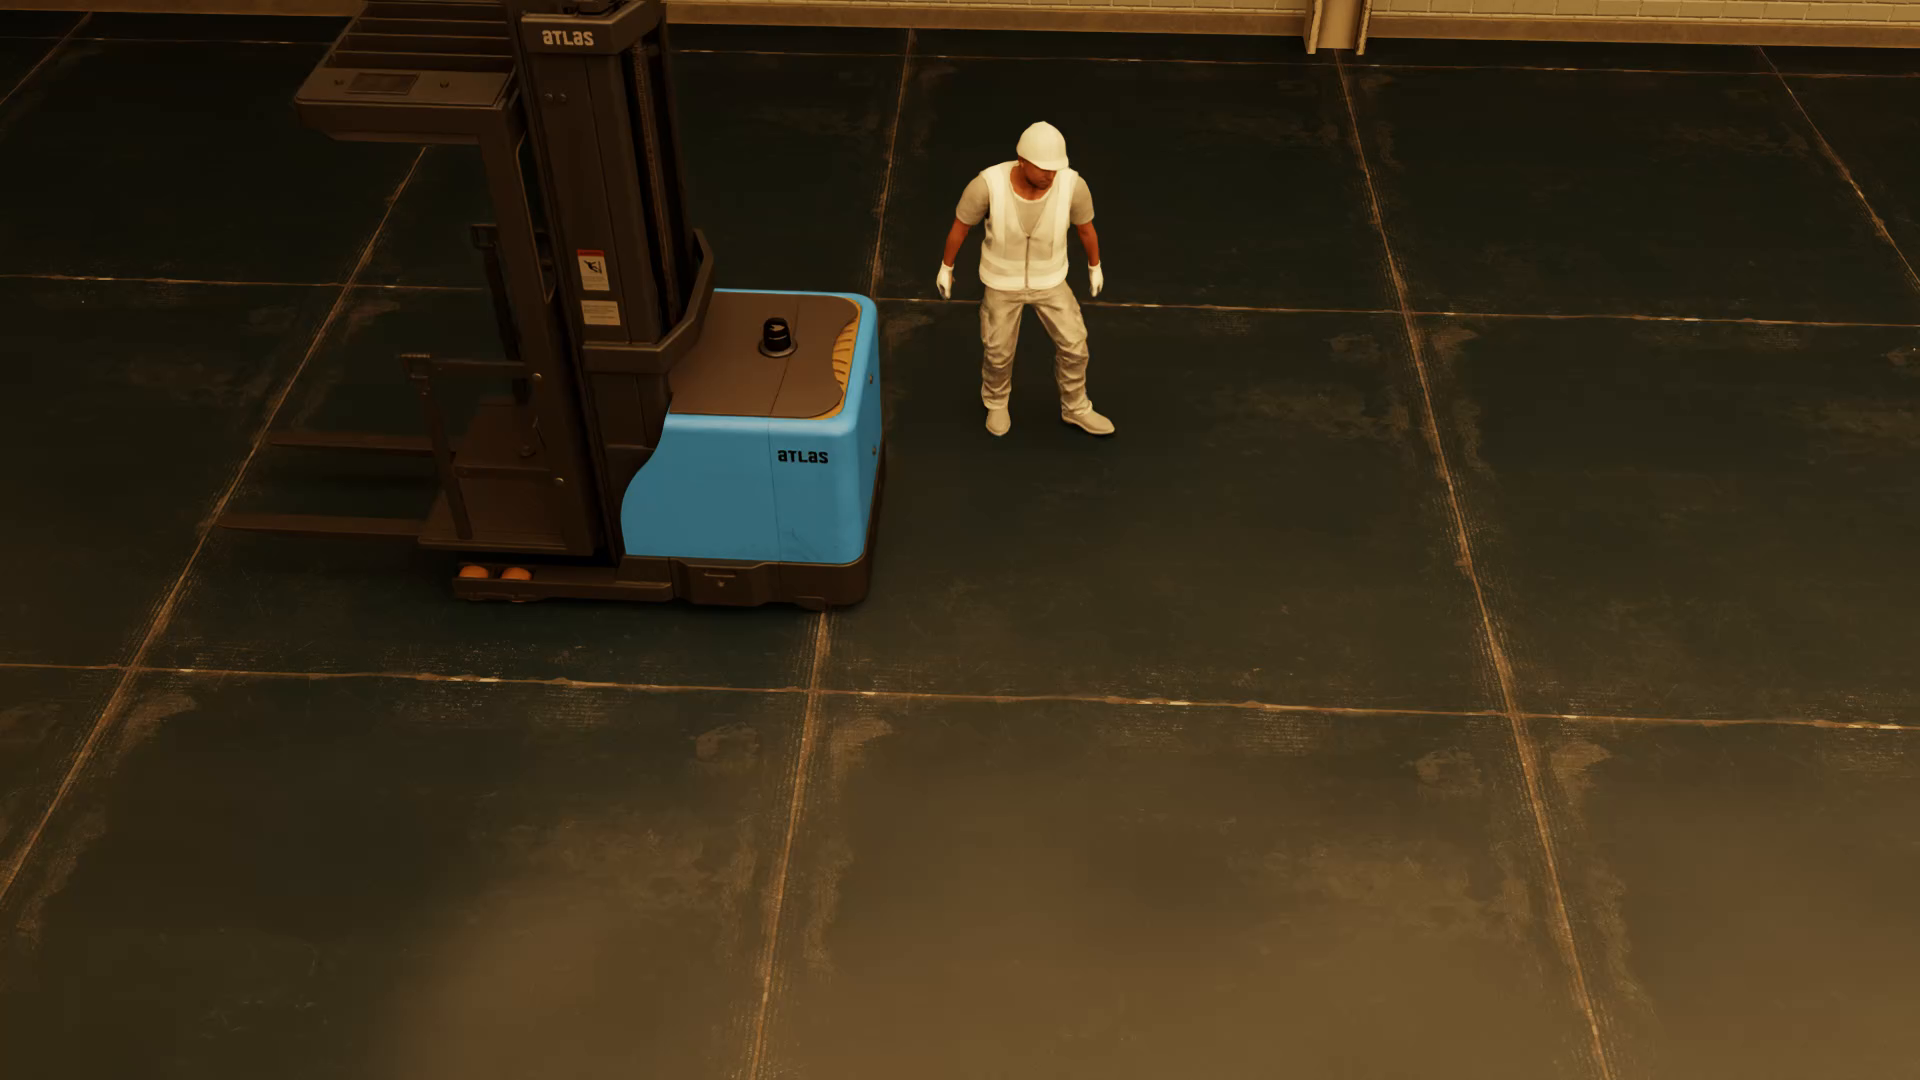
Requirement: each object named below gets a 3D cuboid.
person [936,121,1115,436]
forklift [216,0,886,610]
[{"bbox_3d":[0.336,-1.229,7.976,0.887,1.746,0.440,-4,43,-4],"label":"person"},{"bbox_3d":[-1.902,-1.150,7.002,3.031,2.935,1.130,2,42,3],"label":"forklift"}]
